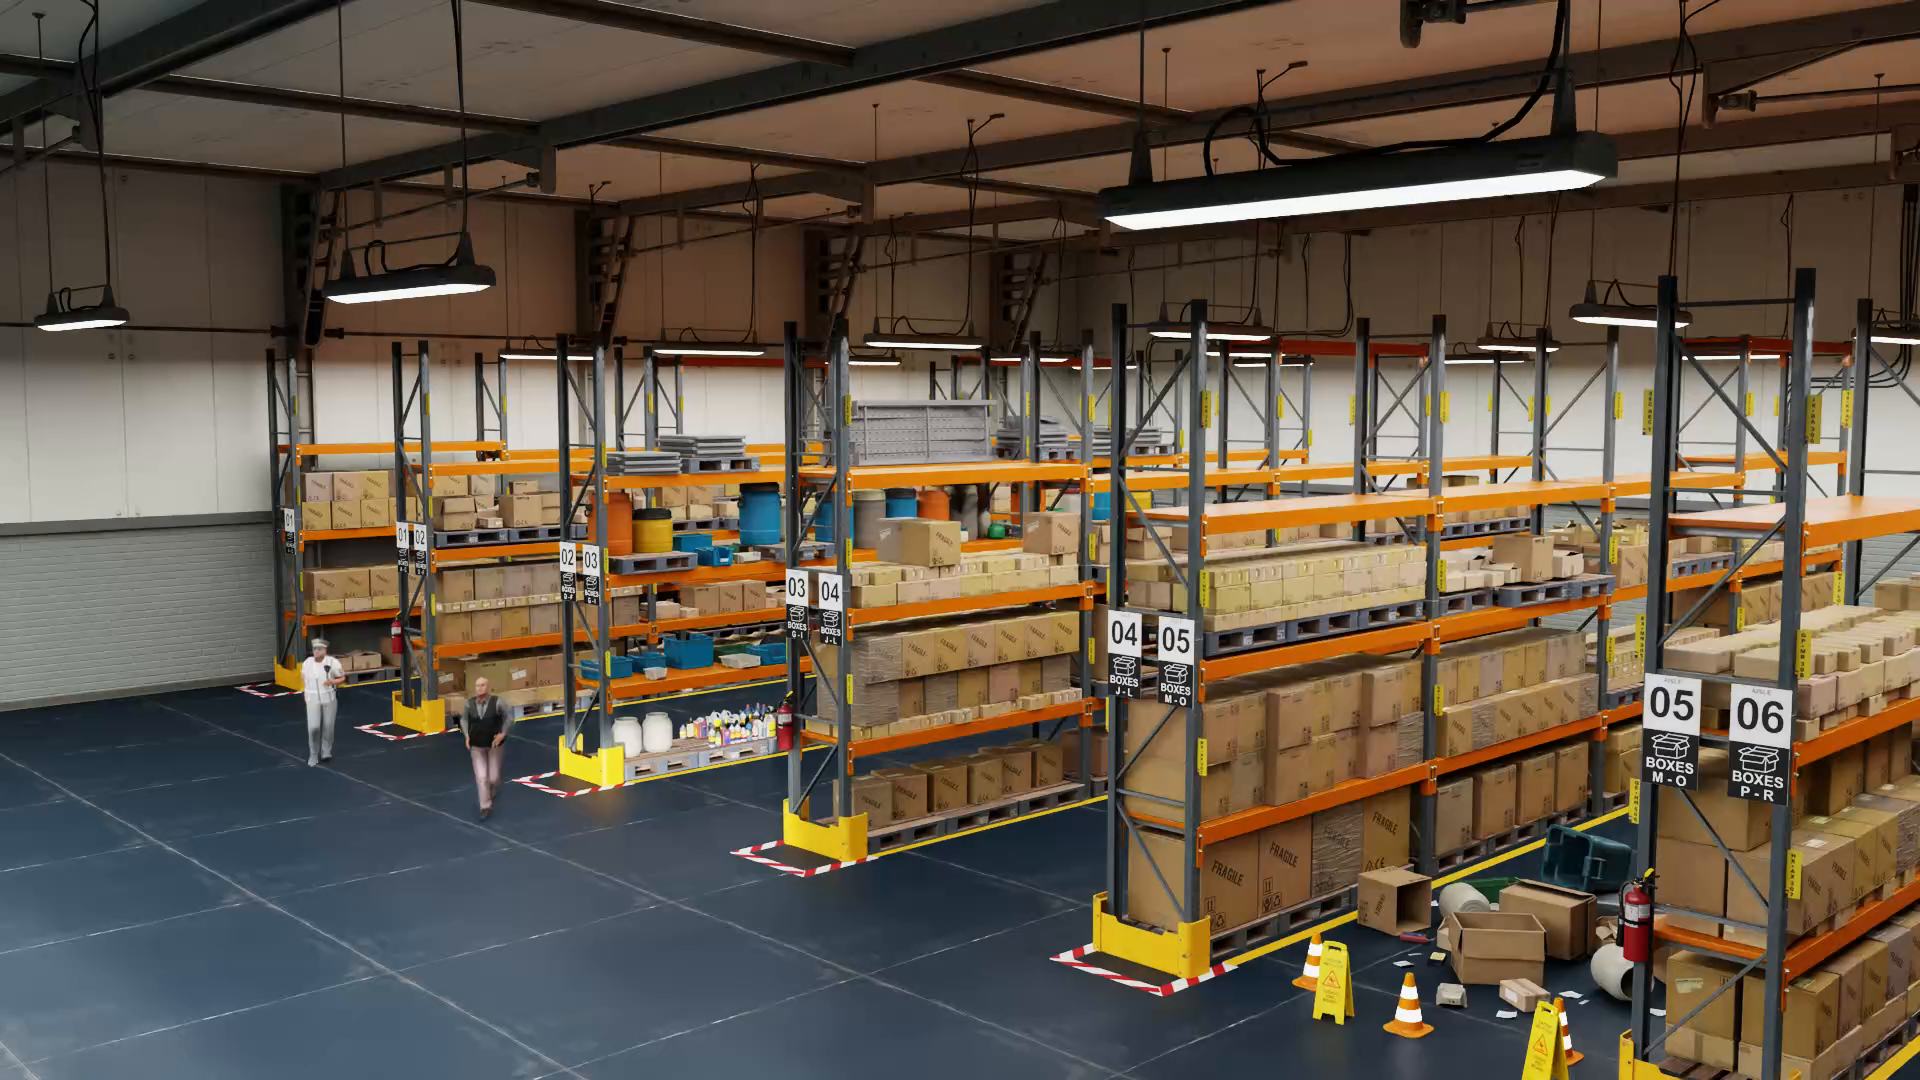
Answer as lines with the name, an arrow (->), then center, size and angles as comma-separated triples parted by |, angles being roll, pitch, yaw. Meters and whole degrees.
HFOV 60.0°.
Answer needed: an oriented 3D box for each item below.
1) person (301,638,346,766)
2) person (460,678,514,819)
person -> -8.950, 2.285, 23.349 | 0.626, 1.841, 0.752 | -1, 5, -14
person -> -5.843, 2.537, 20.574 | 0.660, 1.710, 0.757 | 0, 5, -6
